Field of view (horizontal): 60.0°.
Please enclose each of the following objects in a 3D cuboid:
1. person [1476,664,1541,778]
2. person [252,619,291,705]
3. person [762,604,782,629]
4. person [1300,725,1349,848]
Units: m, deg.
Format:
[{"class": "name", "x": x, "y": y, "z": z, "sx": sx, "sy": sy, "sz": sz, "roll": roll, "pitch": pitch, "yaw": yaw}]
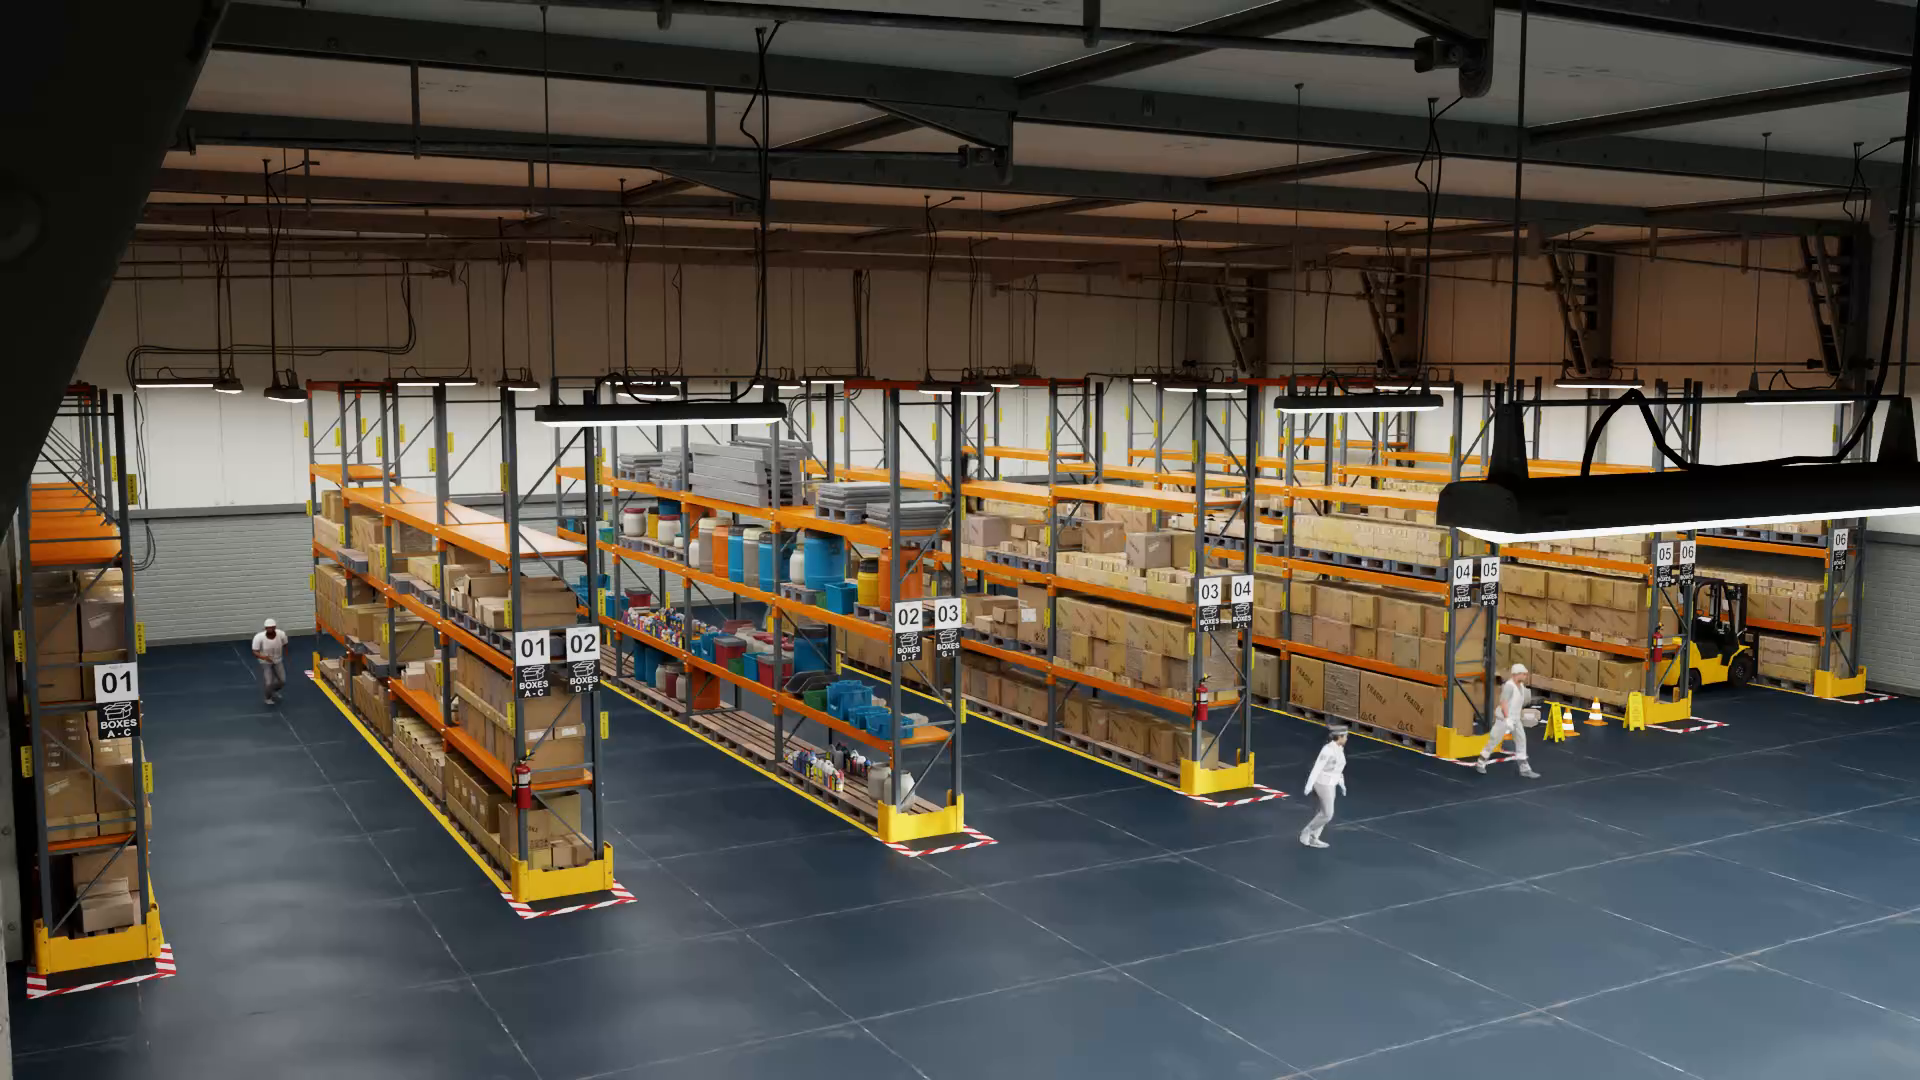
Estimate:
[{"class": "person", "x": 8.436, "y": 2.754, "z": 25.507, "sx": 0.889, "sy": 1.744, "sz": 0.723, "roll": 6, "pitch": 9, "yaw": 44}, {"class": "person", "x": -12.715, "y": 2.251, "z": 30.717, "sx": 0.700, "sy": 1.650, "sz": 0.742, "roll": -5, "pitch": 8, "yaw": -39}, {"class": "person", "x": -4.396, "y": 1.250, "z": 39.672, "sx": 0.641, "sy": 1.738, "sz": 0.652, "roll": 2, "pitch": 6, "yaw": 15}, {"class": "person", "x": 4.772, "y": 3.224, "z": 21.735, "sx": 0.543, "sy": 1.633, "sz": 0.633, "roll": 4, "pitch": 7, "yaw": 31}]
